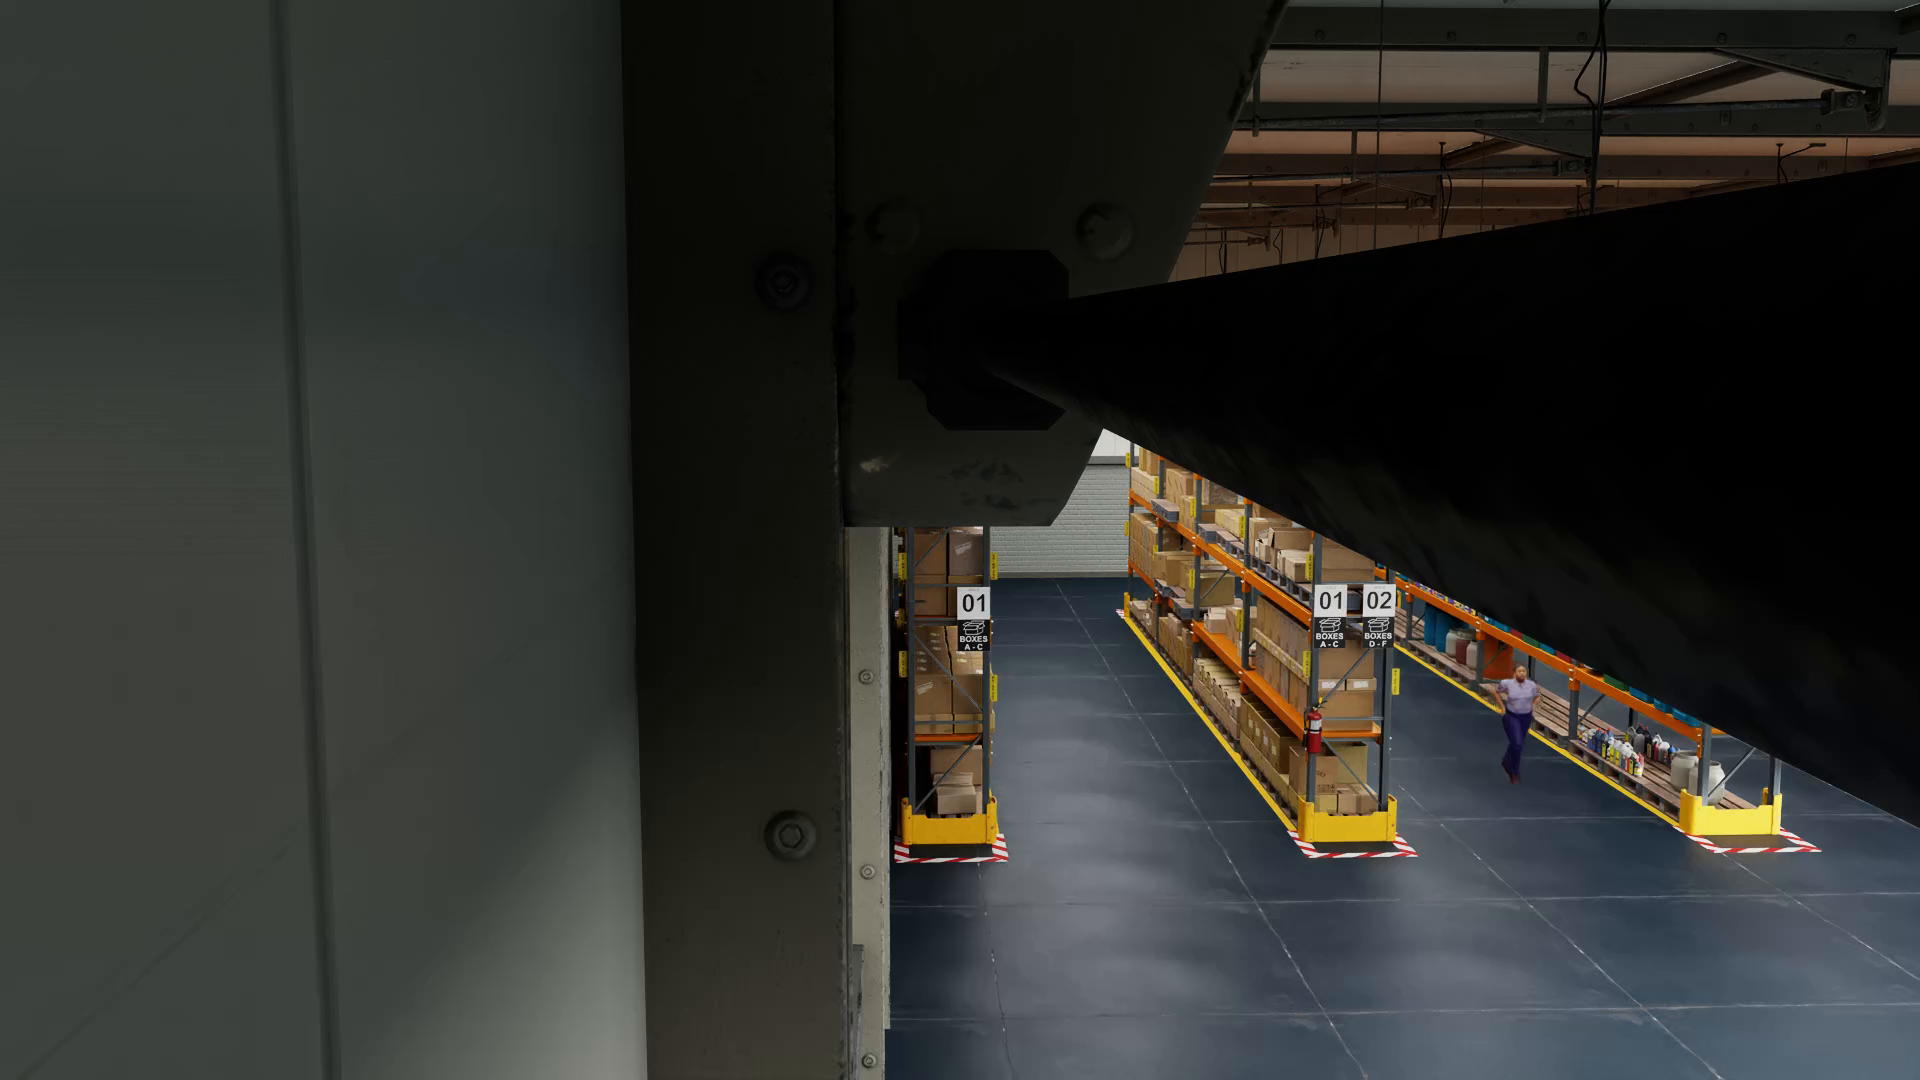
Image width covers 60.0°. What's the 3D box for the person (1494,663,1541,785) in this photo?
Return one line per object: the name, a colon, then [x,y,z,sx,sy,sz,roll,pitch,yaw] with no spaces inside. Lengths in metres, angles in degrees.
person: [7.823,2.560,23.307,0.574,1.719,0.754,-1,7,-8]
